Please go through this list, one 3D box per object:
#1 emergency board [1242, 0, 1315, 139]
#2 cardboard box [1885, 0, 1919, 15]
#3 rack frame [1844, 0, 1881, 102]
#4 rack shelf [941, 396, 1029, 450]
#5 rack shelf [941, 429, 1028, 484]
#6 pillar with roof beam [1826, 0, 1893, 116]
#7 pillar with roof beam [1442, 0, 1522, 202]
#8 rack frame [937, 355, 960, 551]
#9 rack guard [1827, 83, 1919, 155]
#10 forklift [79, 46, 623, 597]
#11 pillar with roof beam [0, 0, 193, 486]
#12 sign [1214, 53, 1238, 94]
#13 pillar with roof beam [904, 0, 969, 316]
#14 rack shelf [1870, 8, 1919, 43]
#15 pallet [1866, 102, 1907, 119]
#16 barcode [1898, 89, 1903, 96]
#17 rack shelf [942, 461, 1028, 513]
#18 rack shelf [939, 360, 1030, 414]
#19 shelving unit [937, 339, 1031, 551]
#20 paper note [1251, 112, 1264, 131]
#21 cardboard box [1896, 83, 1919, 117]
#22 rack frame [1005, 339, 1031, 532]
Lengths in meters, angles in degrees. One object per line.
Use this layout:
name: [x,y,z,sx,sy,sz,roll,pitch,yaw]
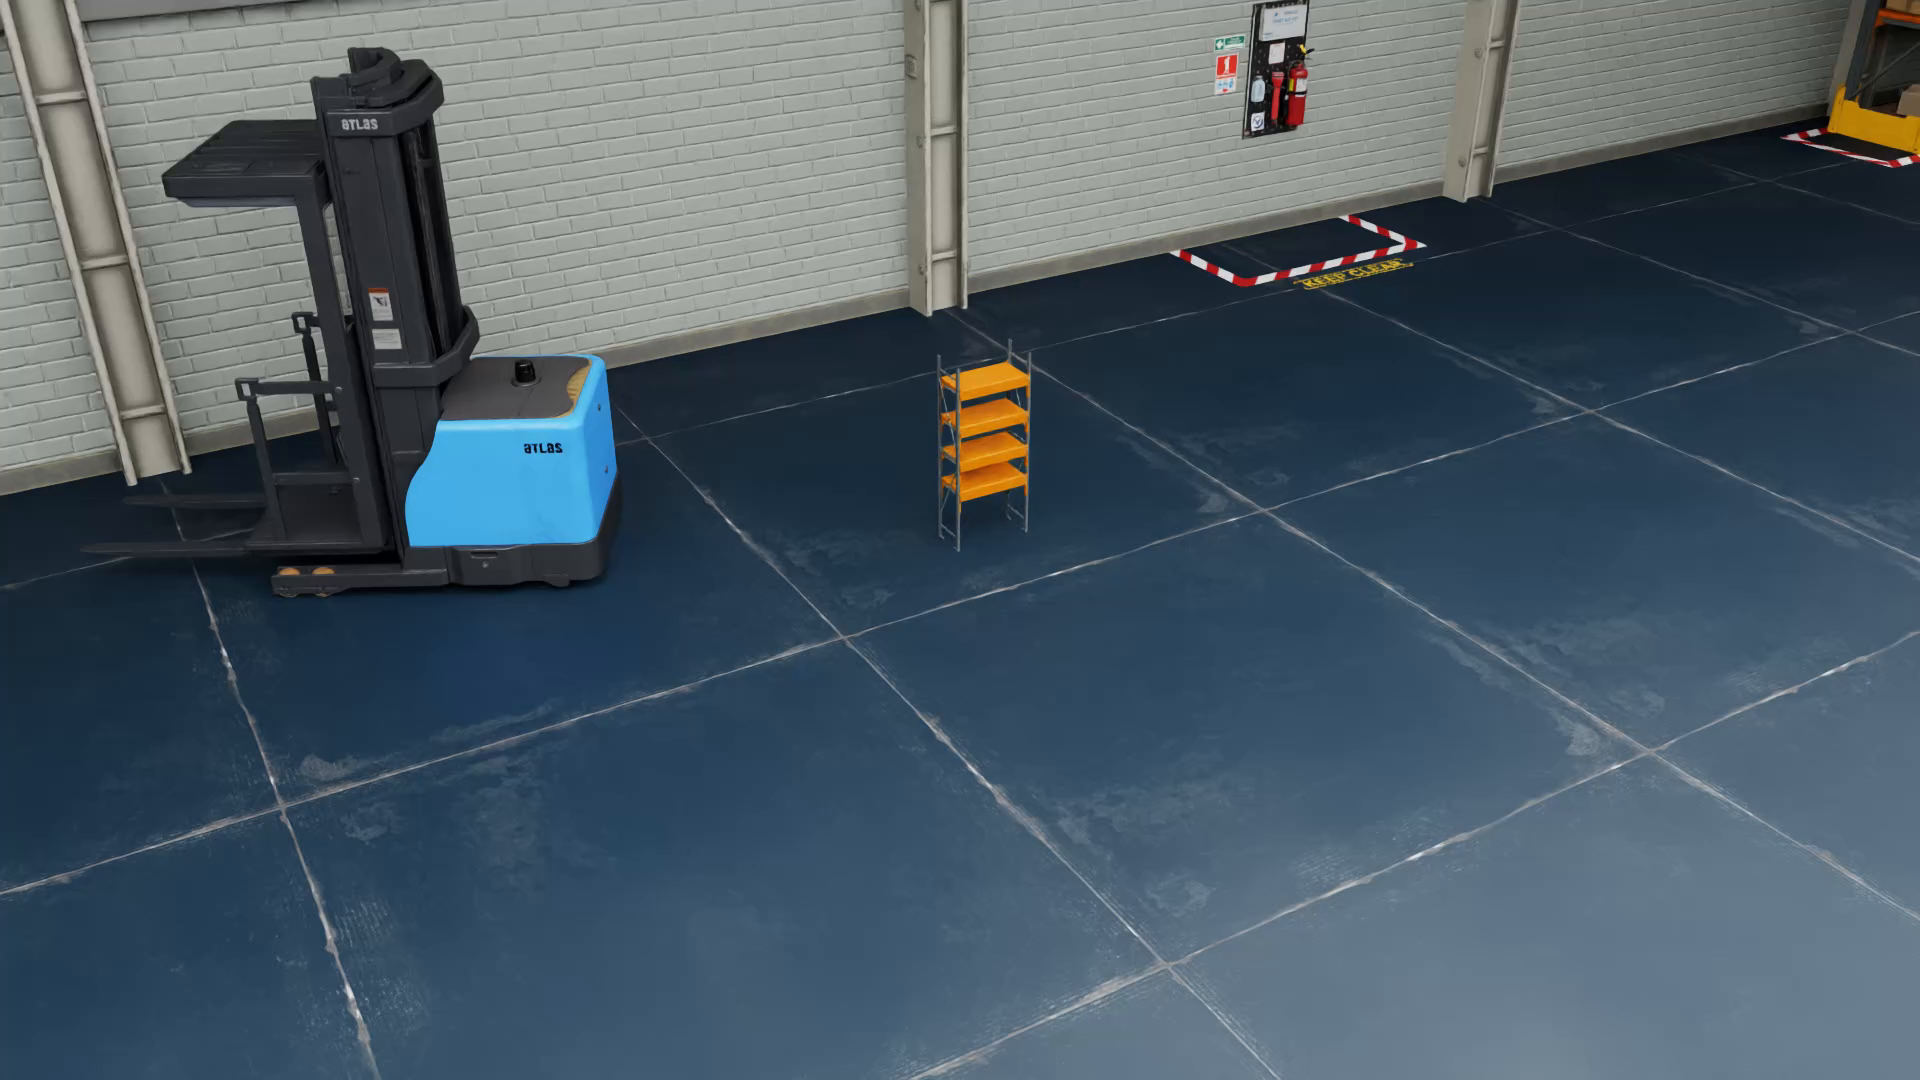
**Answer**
emergency board: [2.843,-4.126,14.623,0.643,1.169,0.194,-16,33,-26]
cardboard box: [10.305,-5.791,17.773,0.500,0.250,0.500,-15,32,-26]
rack frame: [10.000,-5.652,17.388,0.127,3.000,1.000,-16,33,-26]
rack shelf: [0.143,-0.703,9.958,0.480,0.148,0.258,-16,33,-26]
rack shelf: [0.143,-0.507,10.066,0.480,0.148,0.258,-16,33,-26]
pillar with roof beam: [12.347,-7.017,13.652,0.400,9.000,9.100,-16,33,-26]
pillar with roof beam: [7.174,-5.549,10.991,0.400,9.000,9.100,-16,33,-26]
rack frame: [-0.068,-0.506,9.925,0.015,1.200,0.240,-16,33,-26]
rack guard: [10.066,-4.577,18.025,0.348,0.500,1.175,-16,33,-26]
forklift: [-3.628,-1.212,9.413,3.031,2.935,1.130,-1,29,-2]
pillar with roof beam: [-3.172,-2.611,5.668,0.400,9.000,9.100,-16,33,-26]
sign: [2.314,-4.050,14.447,0.234,0.329,0.001,-16,33,-26]
pillar with roof beam: [2.001,-4.080,8.329,0.400,9.000,9.100,-16,33,-26]
rack shelf: [11.725,-5.827,18.449,4.000,0.370,1.077,-16,33,-26]
pallet: [10.784,-4.634,18.429,1.213,0.211,1.003,-16,33,-26]
barcode: [10.455,-4.975,18.478,0.075,0.075,0.001,-16,33,-26]
rack shelf: [0.143,-0.333,10.162,0.480,0.148,0.258,-16,33,-26]
rack shelf: [0.143,-0.910,9.844,0.480,0.148,0.258,-16,33,-26]
shelving unit: [0.143,-0.566,10.034,0.503,1.200,0.258,-16,33,-26]
paper note: [2.655,-3.726,14.809,0.142,0.148,0.016,-16,33,-26]
cardboard box: [10.642,-4.800,18.170,0.500,0.311,0.500,-20,35,-32]
rack frame: [0.353,-0.626,10.142,0.015,1.200,0.240,-16,33,-26]
